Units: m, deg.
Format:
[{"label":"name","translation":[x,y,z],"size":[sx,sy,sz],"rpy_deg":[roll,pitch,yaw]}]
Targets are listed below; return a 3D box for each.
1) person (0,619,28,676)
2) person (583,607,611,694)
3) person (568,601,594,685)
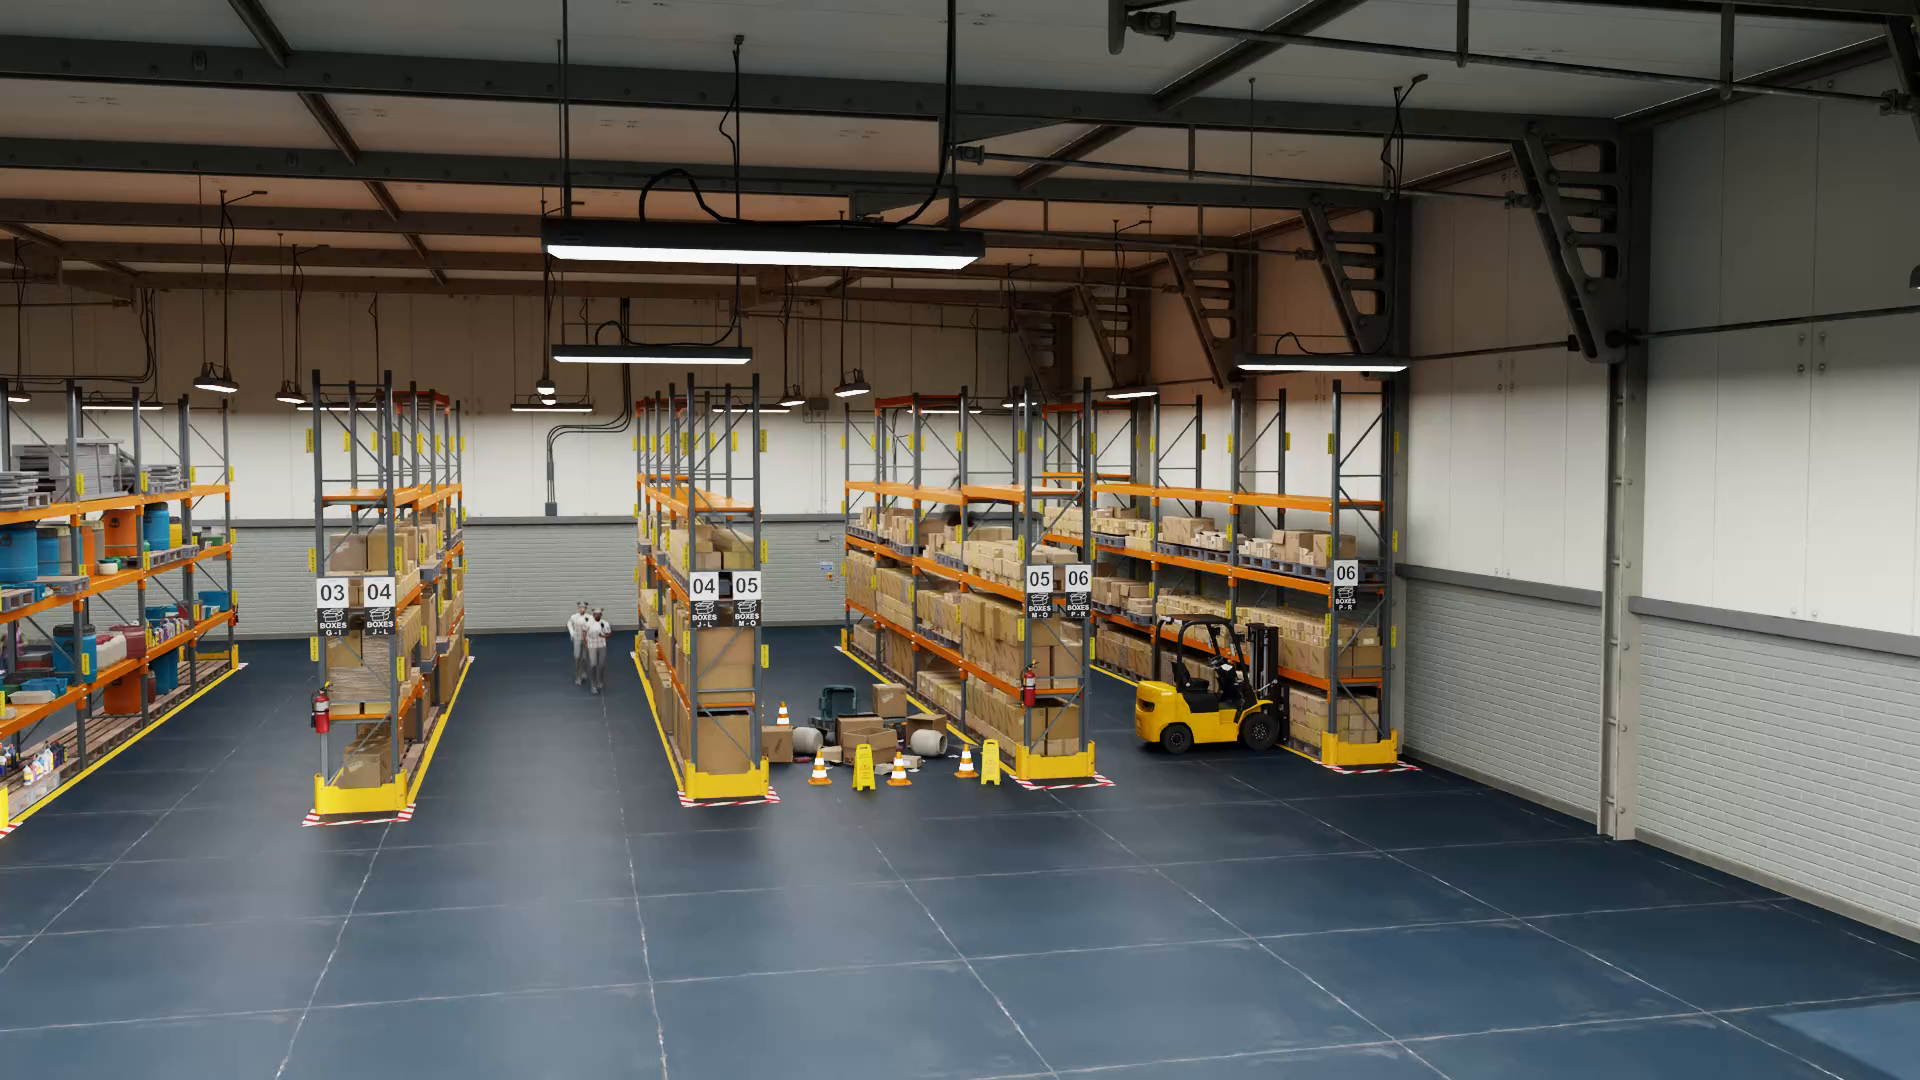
[{"label":"person","translation":[-18.372,2.325,32.287],"size":[0.518,1.631,0.783],"rpy_deg":[-2,4,-27]},{"label":"person","translation":[-7.336,2.213,33.635],"size":[0.549,1.753,0.777],"rpy_deg":[-1,3,-17]},{"label":"person","translation":[-7.932,2.146,34.933],"size":[0.597,1.749,0.773],"rpy_deg":[-1,3,-12]}]
